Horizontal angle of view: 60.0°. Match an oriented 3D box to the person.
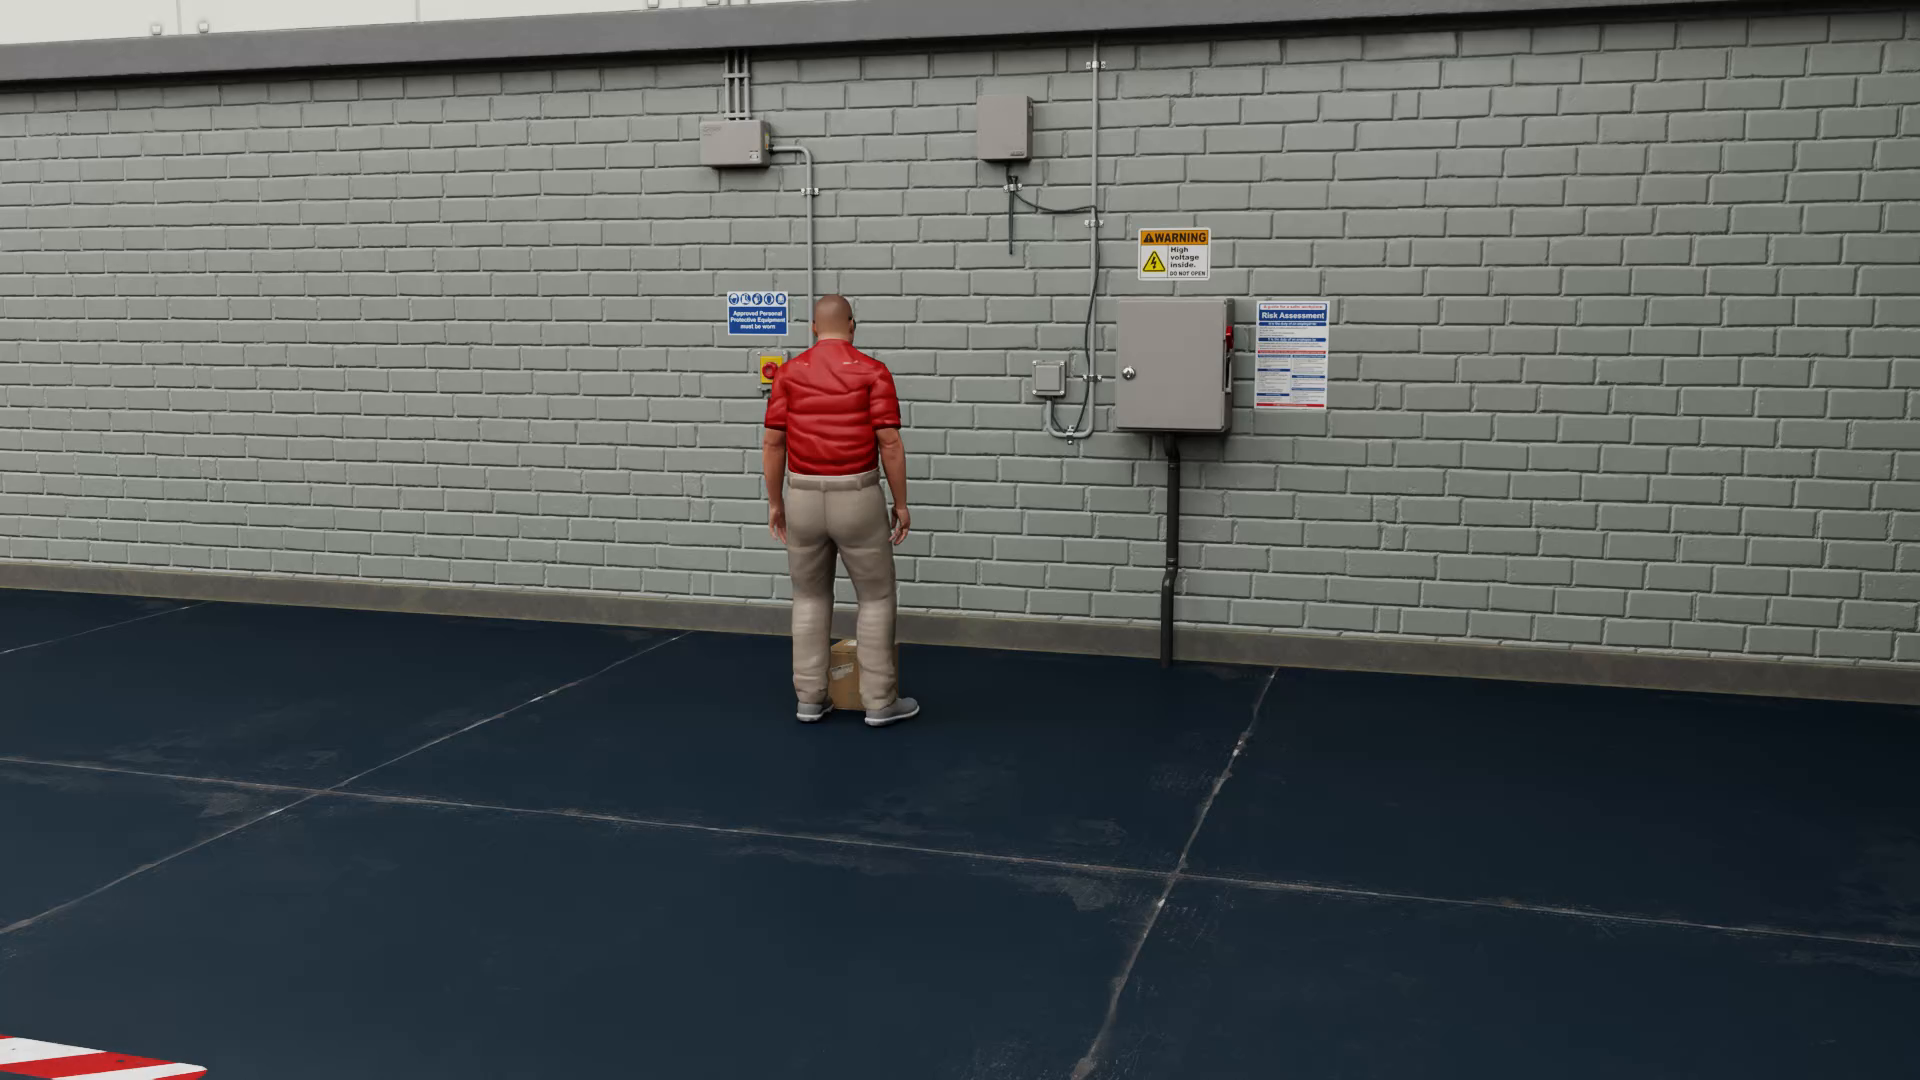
[{"bbox_3d":[-0.490,-0.122,6.720,0.605,1.726,0.393,2,8,13],"label":"person"}]
